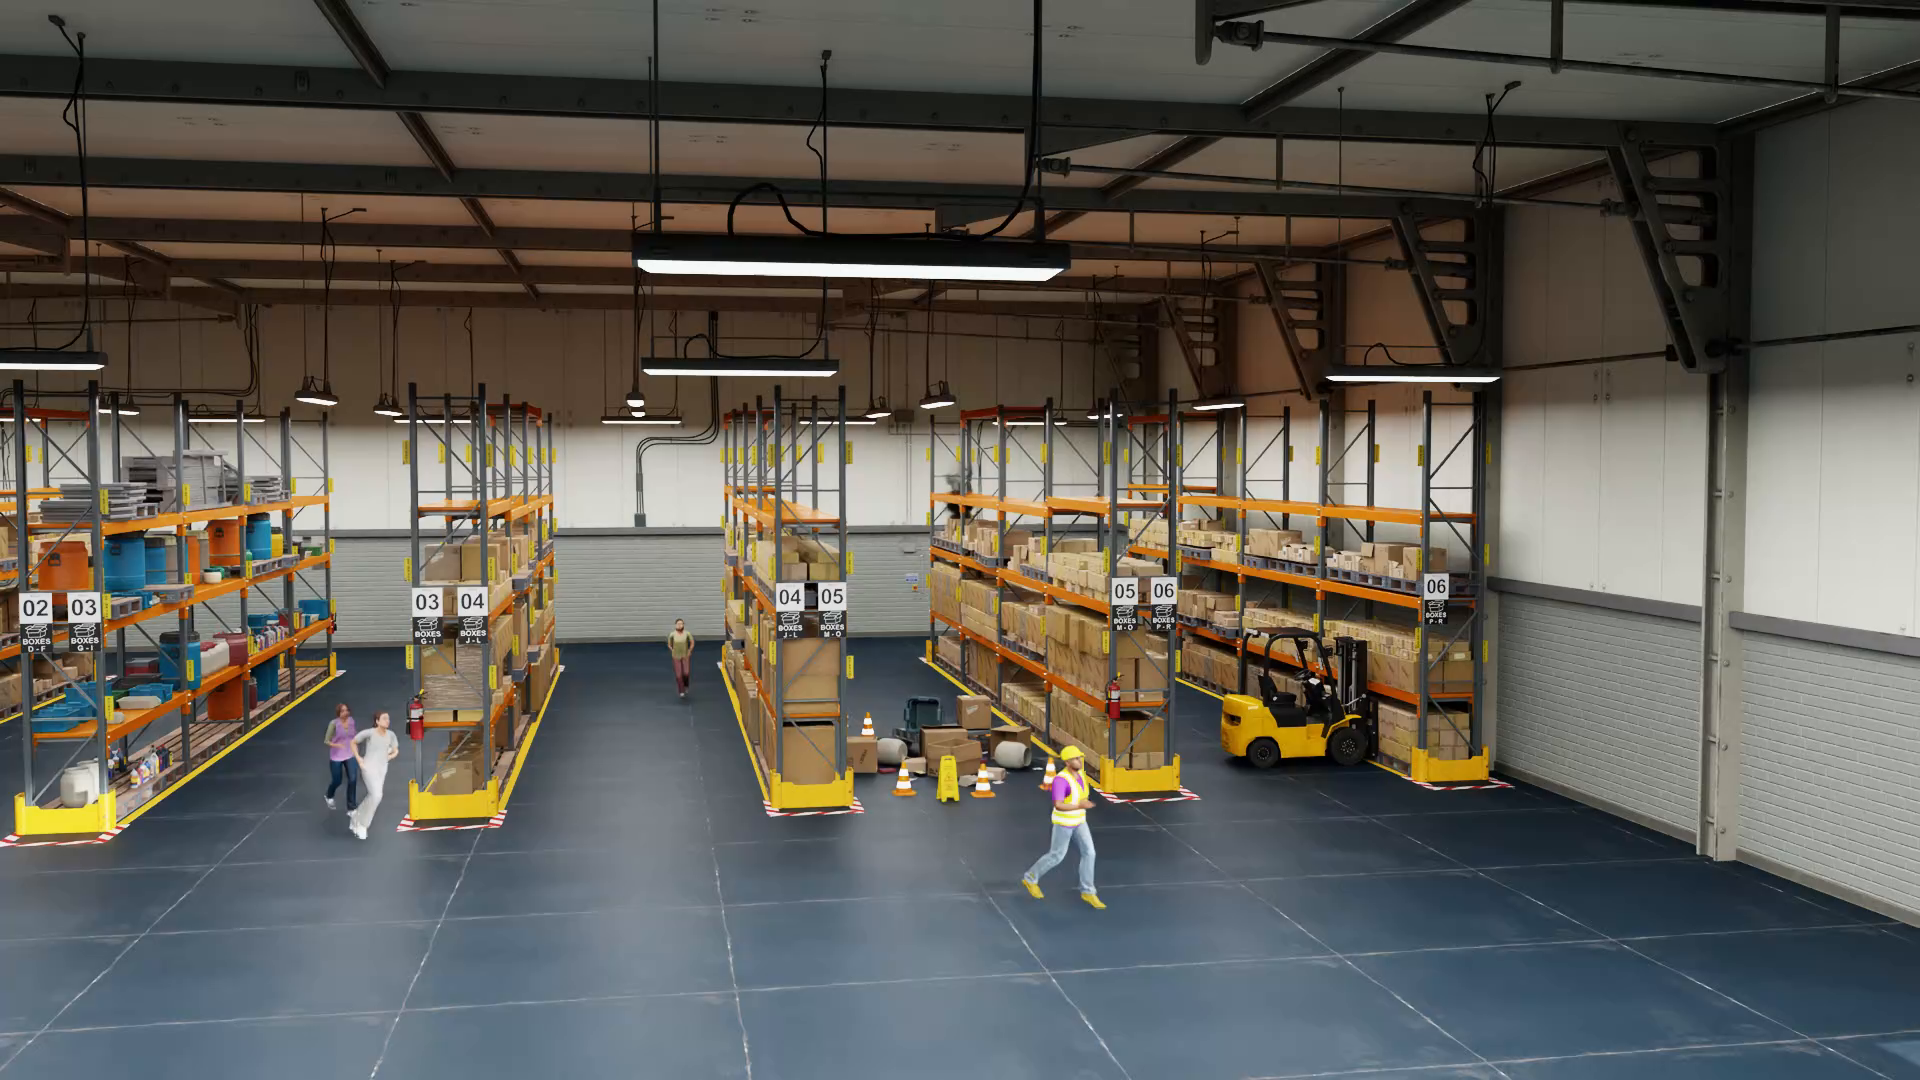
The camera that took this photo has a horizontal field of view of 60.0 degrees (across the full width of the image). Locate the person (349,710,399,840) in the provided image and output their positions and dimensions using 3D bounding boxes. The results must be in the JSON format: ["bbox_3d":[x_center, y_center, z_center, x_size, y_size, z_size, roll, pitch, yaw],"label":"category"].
[{"bbox_3d":[-7.732,3.072,21.942,0.652,1.666,0.600,2,3,34],"label":"person"}]

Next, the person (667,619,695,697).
[{"bbox_3d":[-5.764,2.439,34.354,0.556,1.626,0.520,0,3,-8],"label":"person"}]

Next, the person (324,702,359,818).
[{"bbox_3d":[-8.557,3.028,23.009,0.514,1.595,0.882,-2,4,-40],"label":"person"}]

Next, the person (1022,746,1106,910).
[{"bbox_3d":[1.177,3.176,18.531,0.948,1.801,0.712,2,4,36],"label":"person"}]
